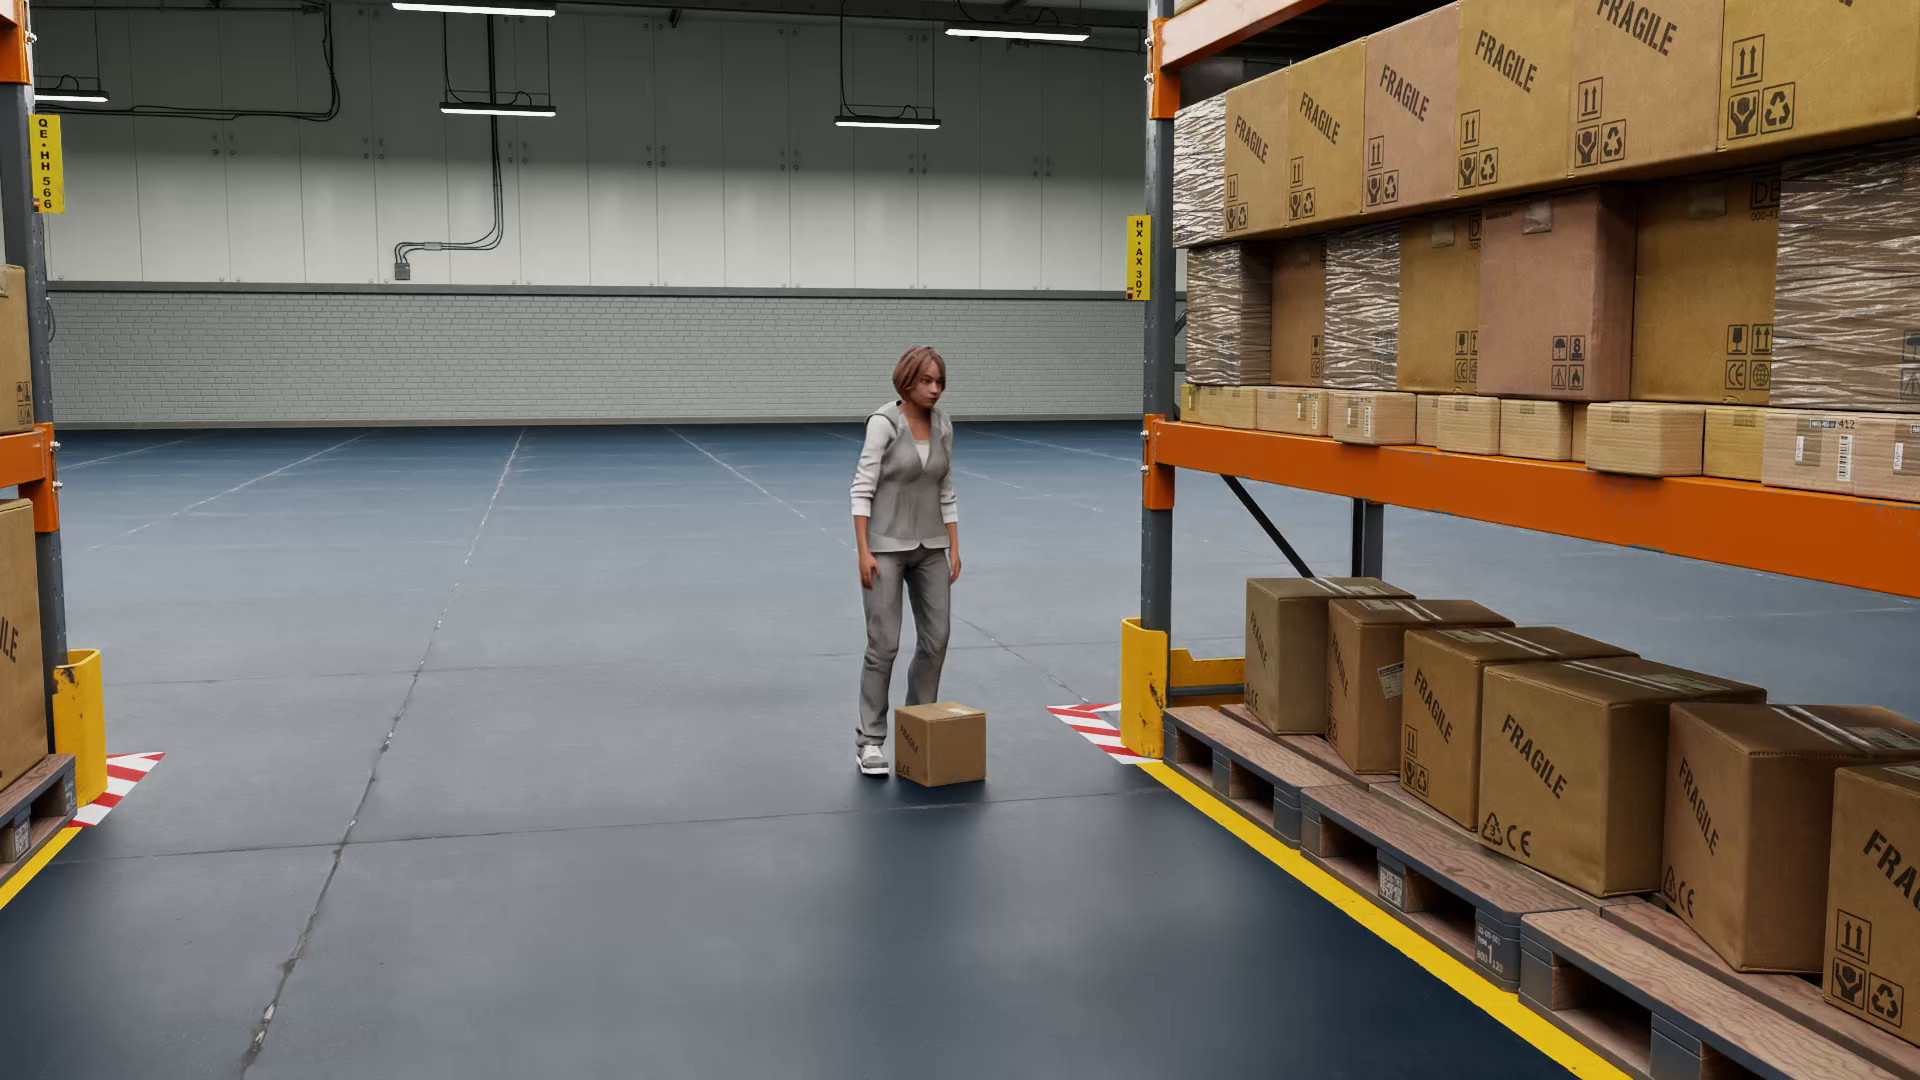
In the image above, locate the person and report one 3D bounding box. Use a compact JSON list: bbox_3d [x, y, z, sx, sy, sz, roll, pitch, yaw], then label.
[{"bbox_3d":[-0.201,0.066,6.293,0.476,1.591,0.346,-4,8,-33],"label":"person"}]
